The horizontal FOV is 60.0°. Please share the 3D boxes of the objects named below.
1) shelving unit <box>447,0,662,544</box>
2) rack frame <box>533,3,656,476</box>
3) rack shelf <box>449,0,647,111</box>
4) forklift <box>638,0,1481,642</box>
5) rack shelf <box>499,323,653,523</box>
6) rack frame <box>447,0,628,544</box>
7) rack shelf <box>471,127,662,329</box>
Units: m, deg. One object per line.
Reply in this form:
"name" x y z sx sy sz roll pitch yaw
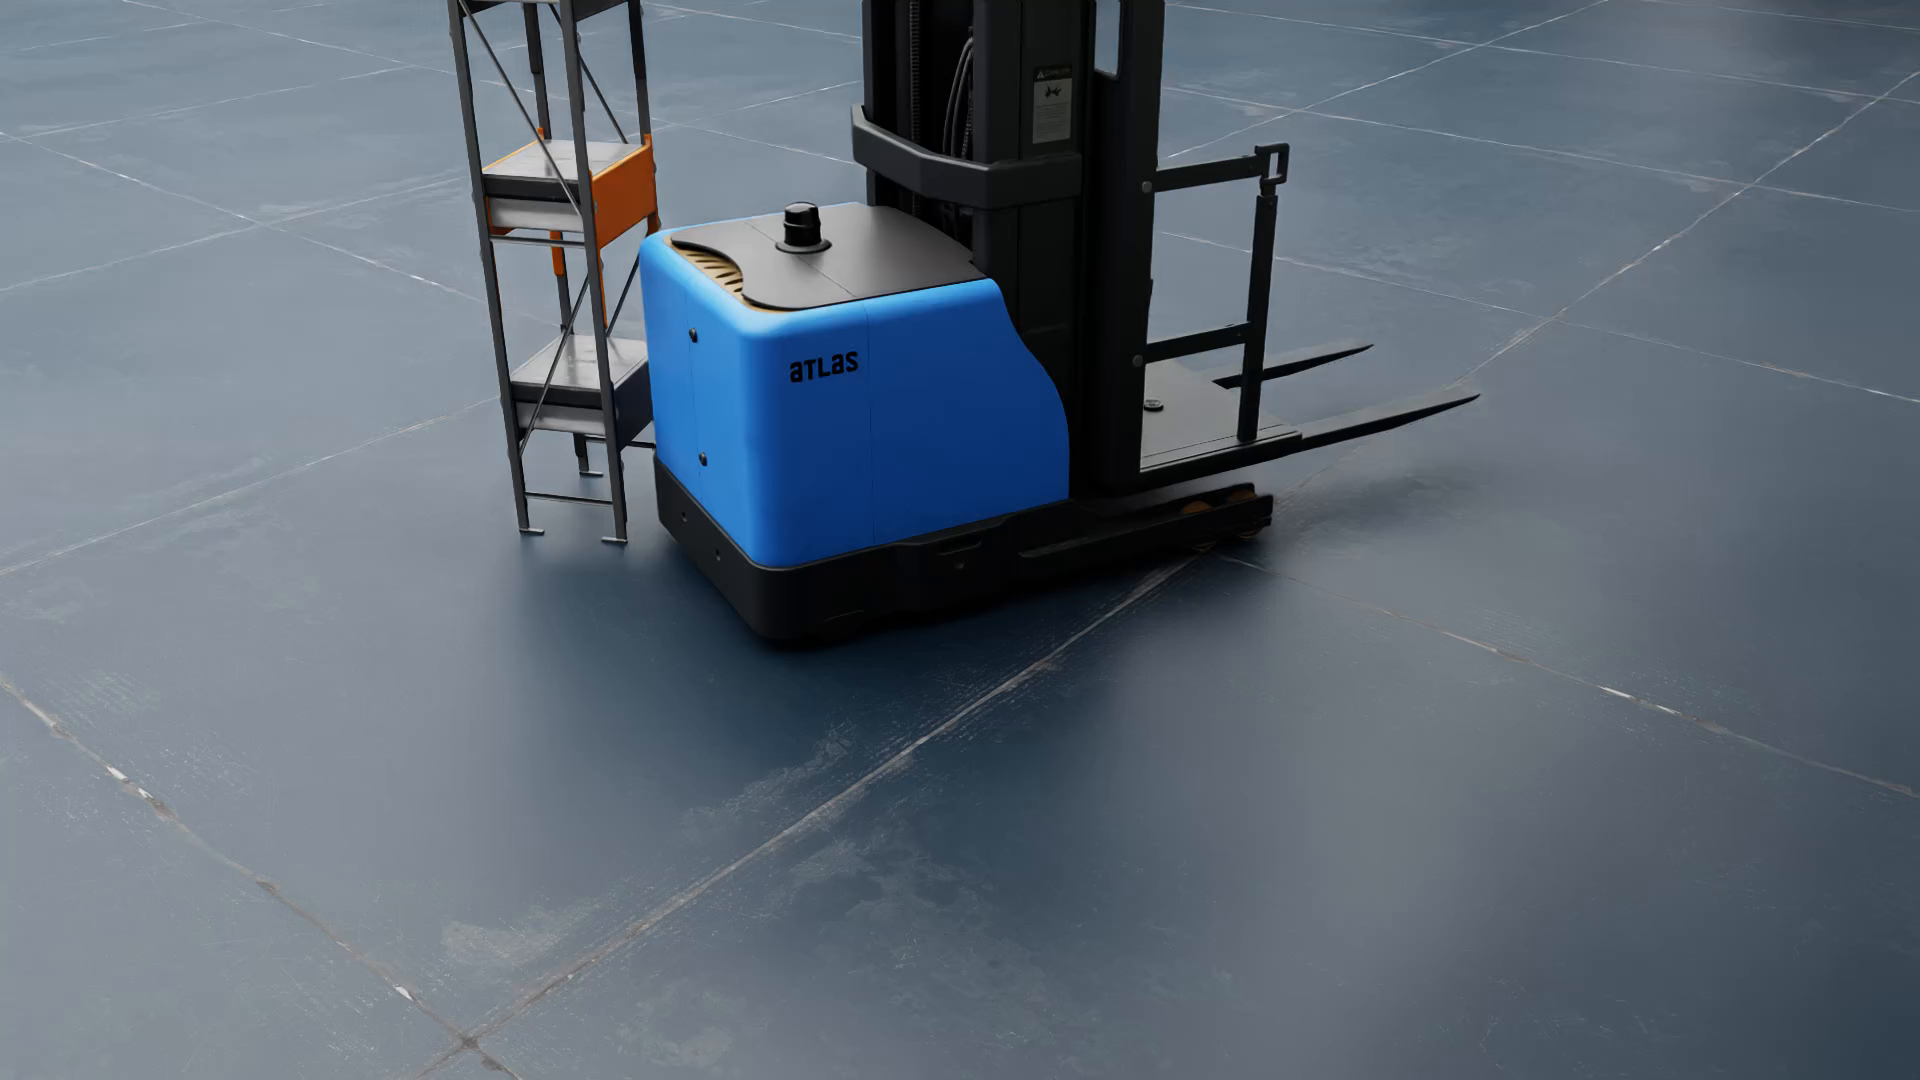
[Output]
"shelving unit" -1.285 -1.052 5.498 0.431 2.100 0.503 6 28 12
"rack frame" -1.228 -1.161 5.709 0.400 2.100 0.015 6 28 12
"rack shelf" -1.285 -1.661 5.183 0.431 0.518 0.480 6 28 12
"forklift" 0.500 -1.463 5.389 3.031 2.935 1.130 -14 31 -25
"rack shelf" -1.285 -0.418 5.826 0.431 0.518 0.480 6 28 12
"rack frame" -1.342 -0.943 5.287 0.400 2.100 0.015 6 28 12
"rack shelf" -1.285 -1.040 5.504 0.431 0.518 0.480 6 28 12
